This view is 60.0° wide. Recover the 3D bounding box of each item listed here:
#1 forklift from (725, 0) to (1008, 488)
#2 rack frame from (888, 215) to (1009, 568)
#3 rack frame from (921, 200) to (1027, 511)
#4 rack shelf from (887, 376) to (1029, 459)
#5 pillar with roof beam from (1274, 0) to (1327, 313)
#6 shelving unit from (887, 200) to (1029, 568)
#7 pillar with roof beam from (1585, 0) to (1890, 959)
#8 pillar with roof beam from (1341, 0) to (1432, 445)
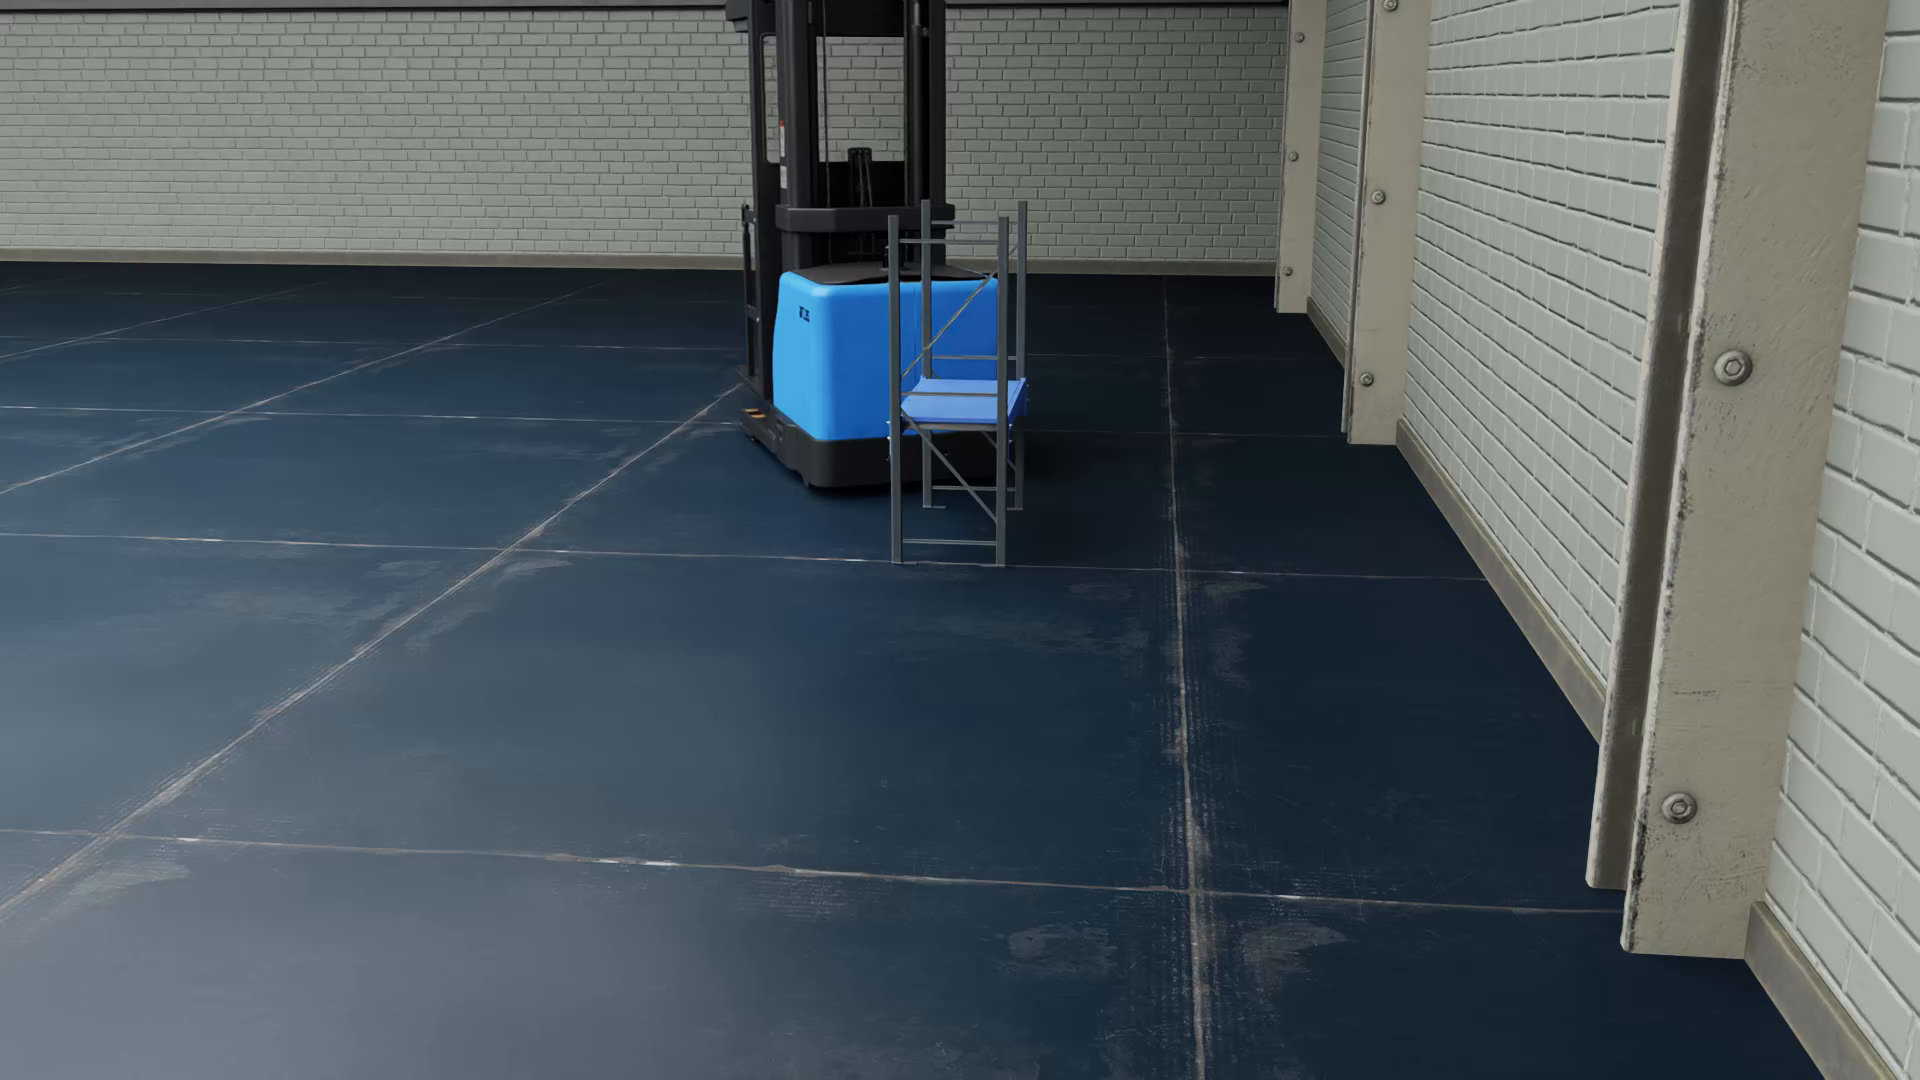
[{"bbox_3d":[-0.691,-2.019,9.512,1.130,2.935,3.031,-5,16,-17],"label":"forklift"},{"bbox_3d":[-0.048,-0.614,7.061,0.500,1.500,0.032,2,15,6],"label":"rack frame"},{"bbox_3d":[0.067,-0.878,8.036,0.500,1.500,0.032,2,15,6],"label":"rack frame"},{"bbox_3d":[0.010,-0.572,7.595,0.538,0.185,1.000,2,15,6],"label":"rack shelf"},{"bbox_3d":[-1.148,-6.639,14.974,9.100,9.000,0.400,2,15,6],"label":"pillar with roof beam"},{"bbox_3d":[0.010,-0.746,7.548,0.538,1.500,1.048,2,15,6],"label":"shelving unit"},{"bbox_3d":[-2.502,-3.526,3.464,9.100,9.000,0.400,2,15,6],"label":"pillar with roof beam"},{"bbox_3d":[-1.825,-5.083,9.219,9.100,9.000,0.400,2,15,6],"label":"pillar with roof beam"}]
